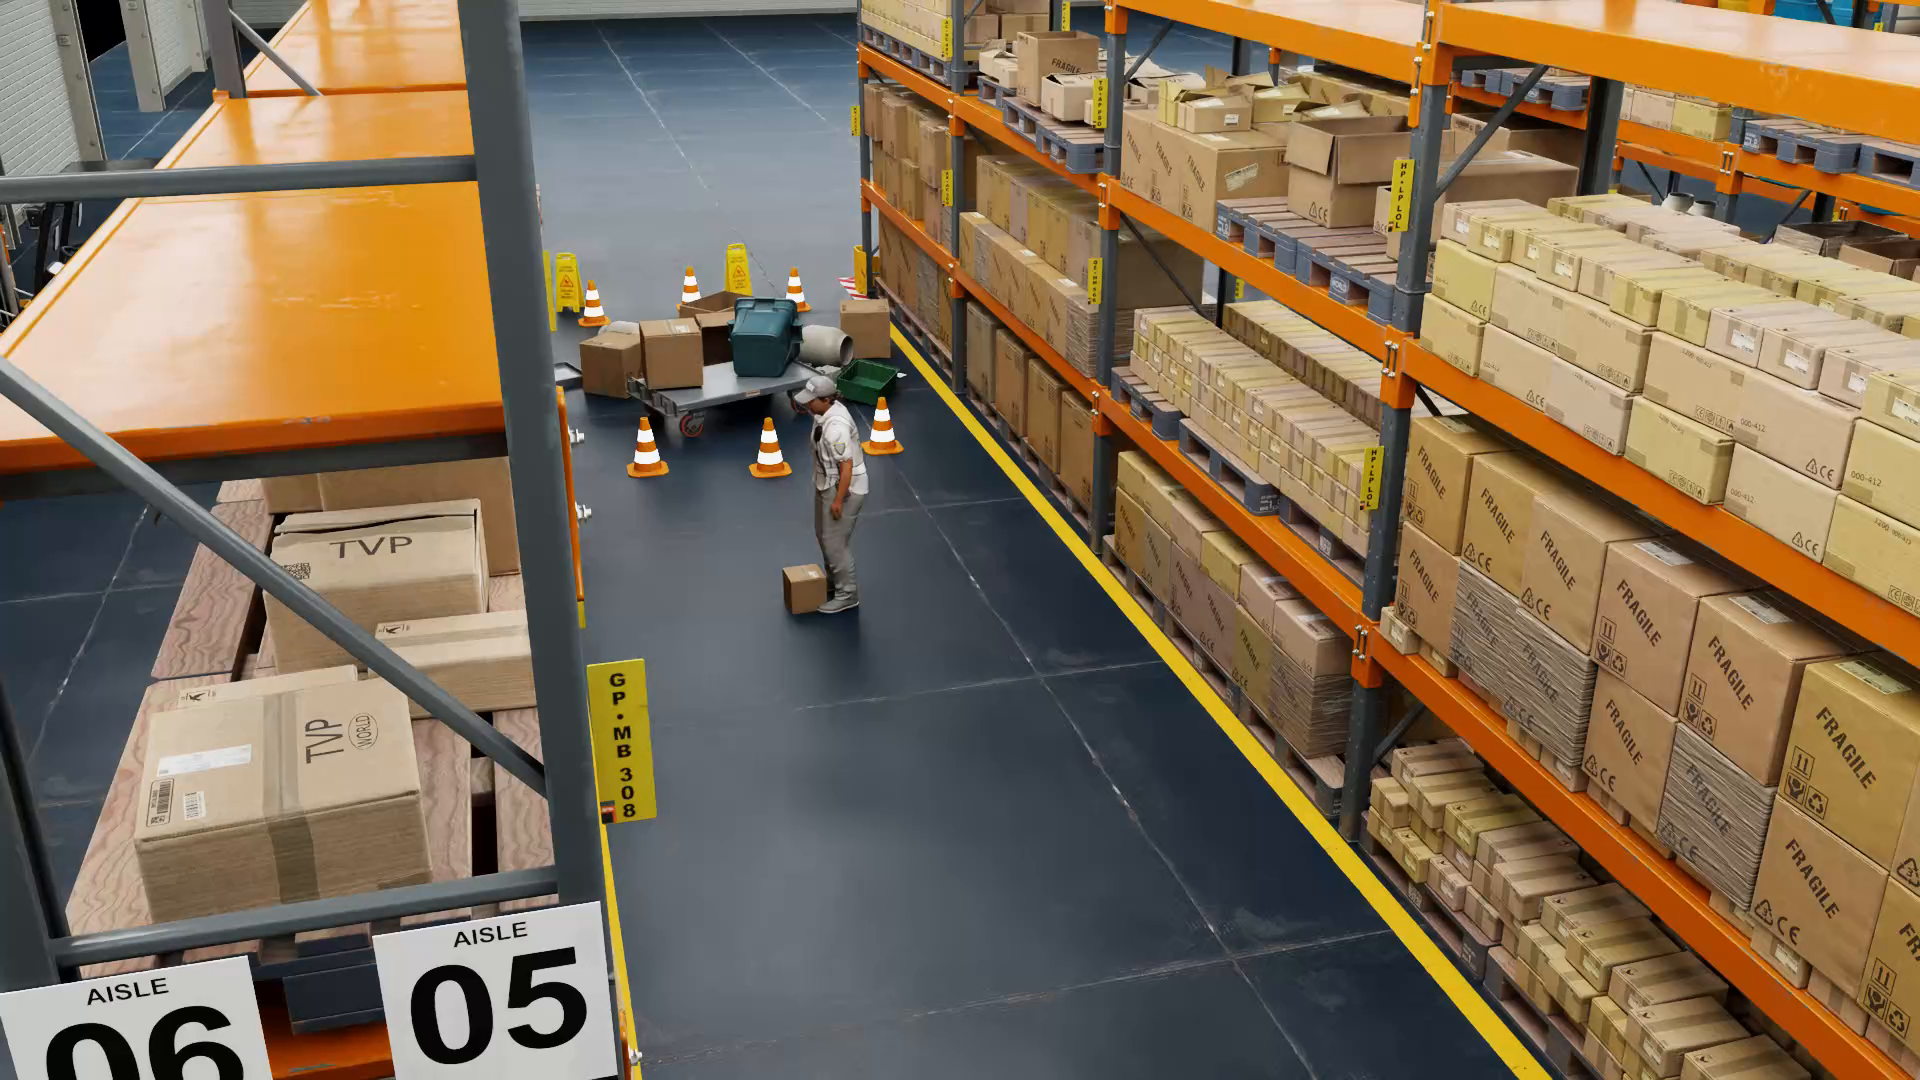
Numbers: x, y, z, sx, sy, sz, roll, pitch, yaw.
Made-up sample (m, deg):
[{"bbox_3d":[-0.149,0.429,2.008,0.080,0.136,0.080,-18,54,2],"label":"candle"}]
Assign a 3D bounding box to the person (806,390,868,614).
[{"bbox_3d":[1.424,-10.779,30.350,16.698,6.001,40.667,-6,24,-15],"label":"person"}]
